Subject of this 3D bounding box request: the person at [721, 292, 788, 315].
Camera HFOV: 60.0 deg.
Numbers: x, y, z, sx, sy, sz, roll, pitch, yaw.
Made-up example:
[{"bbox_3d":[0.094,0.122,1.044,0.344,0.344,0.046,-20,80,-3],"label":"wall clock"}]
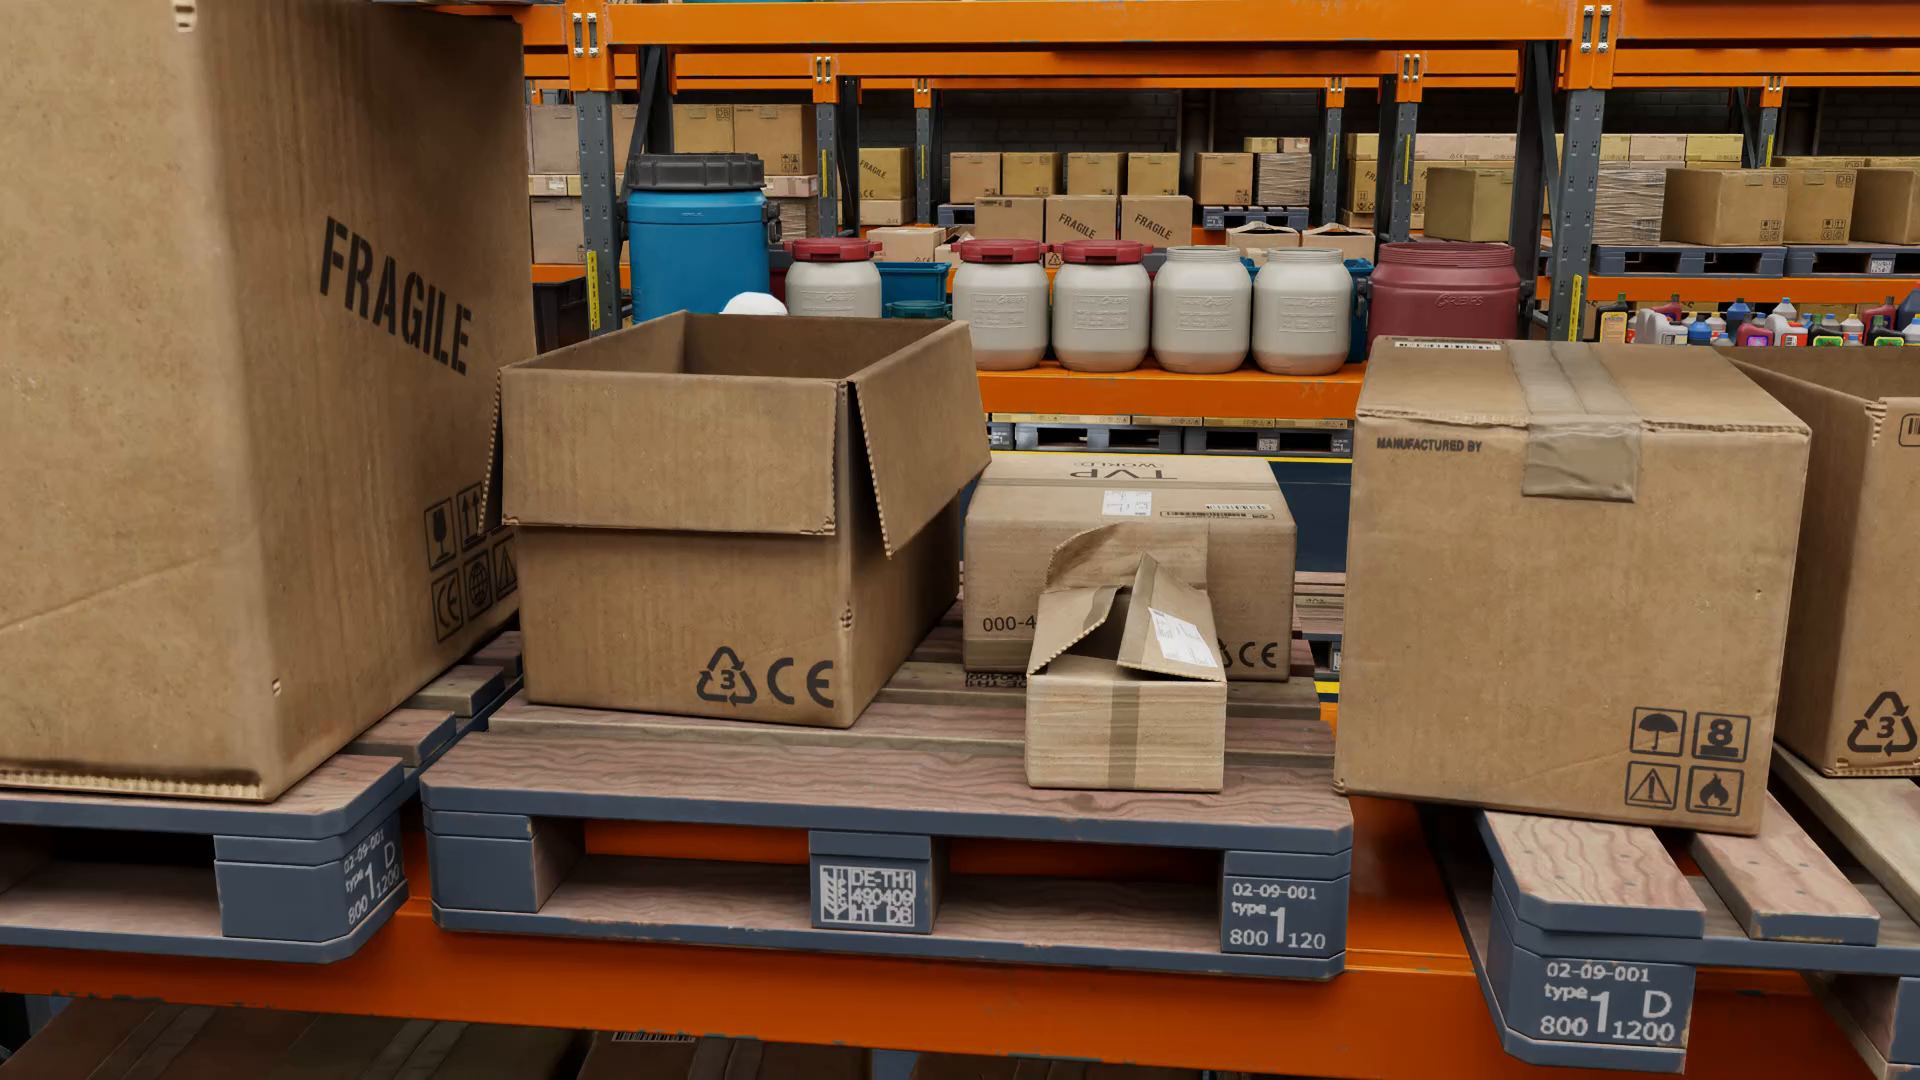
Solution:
[{"bbox_3d":[-0.849,-0.010,5.999,0.571,1.762,0.505,2,14,7],"label":"person"}]
